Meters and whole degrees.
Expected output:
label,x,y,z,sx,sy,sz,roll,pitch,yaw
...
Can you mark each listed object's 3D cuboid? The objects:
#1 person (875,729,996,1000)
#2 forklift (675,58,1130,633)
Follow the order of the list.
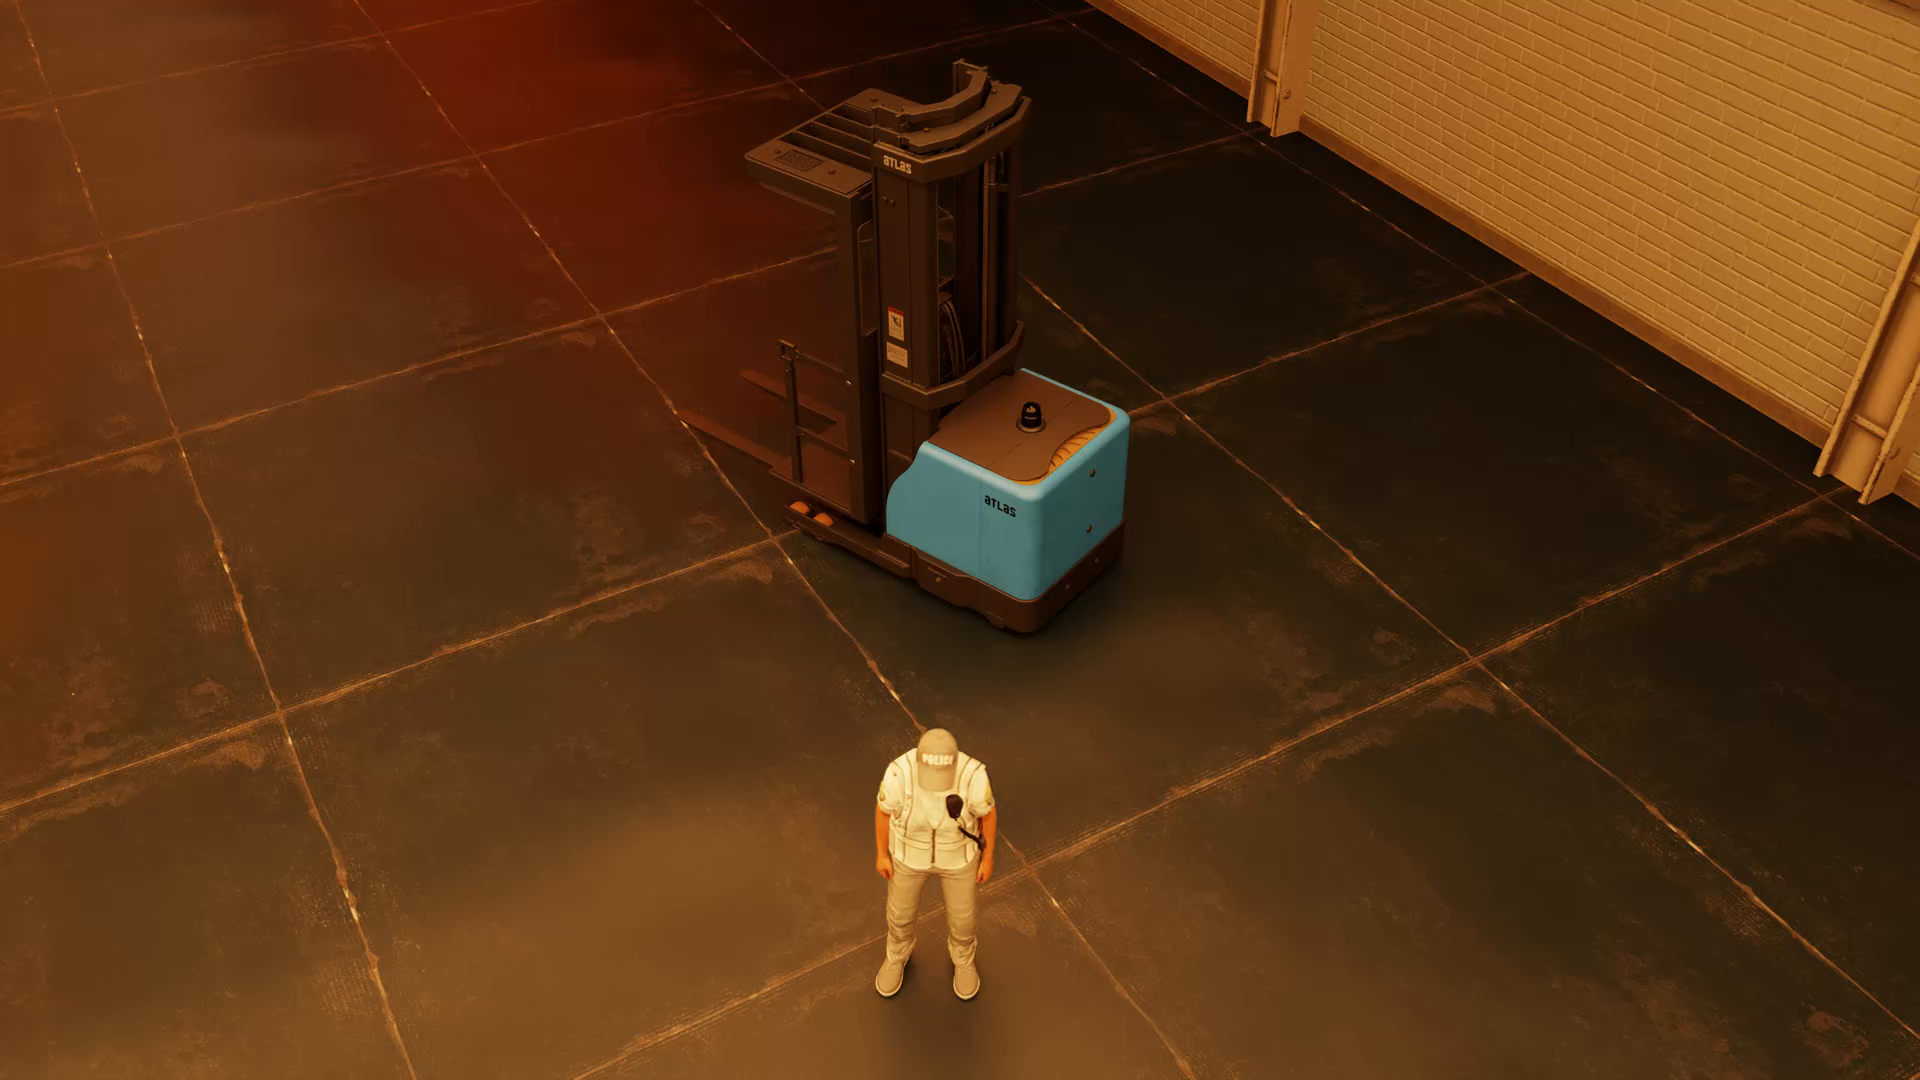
label,x,y,z,sx,sy,sz,roll,pitch,yaw
person,-0.118,1.402,7.339,0.547,1.666,0.473,2,40,2
forklift,-0.481,-1.366,9.683,3.031,2.935,1.130,26,46,28
